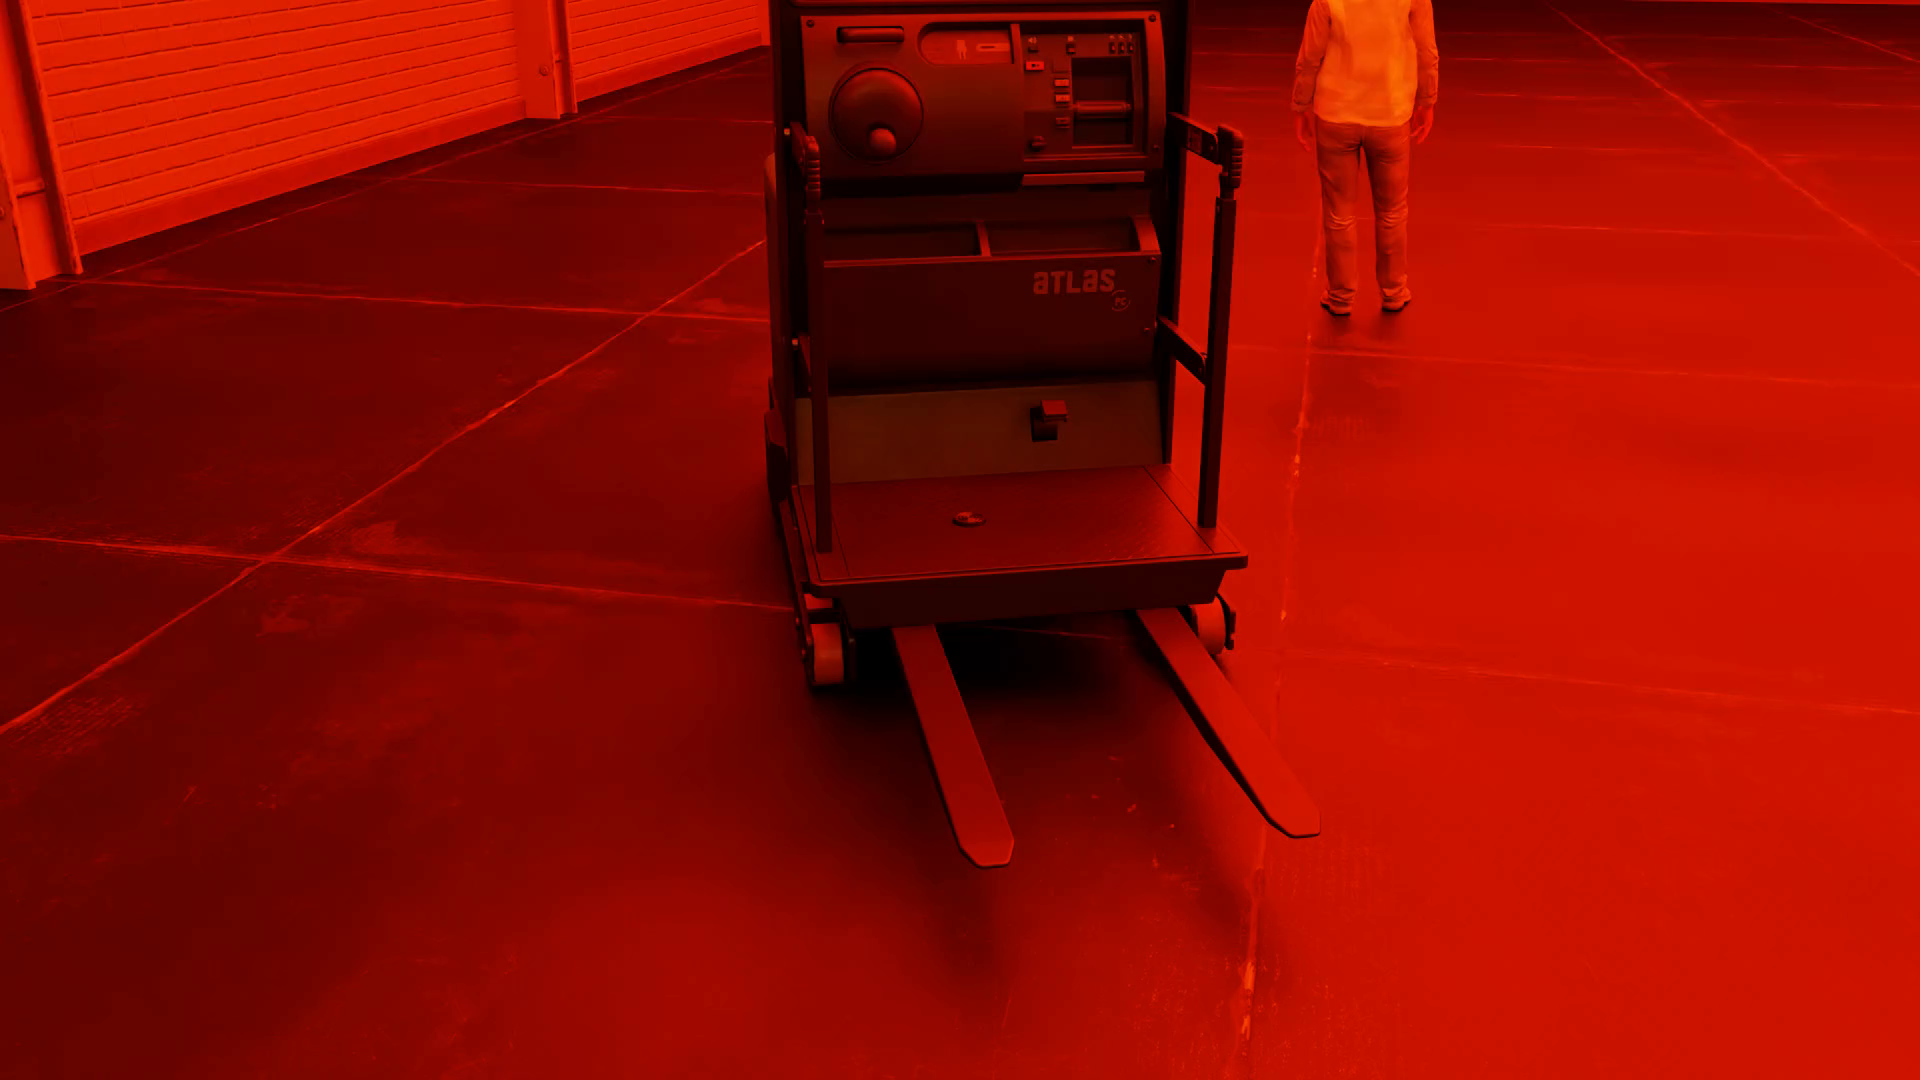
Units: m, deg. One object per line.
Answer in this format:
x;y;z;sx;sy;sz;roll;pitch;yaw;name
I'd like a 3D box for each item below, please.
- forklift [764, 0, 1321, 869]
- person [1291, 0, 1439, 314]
0.104;-1.131;4.040;1.130;2.935;3.031;-4;22;-9;forklift
1.806;-1.908;7.459;0.634;1.775;0.566;4;22;9;person
